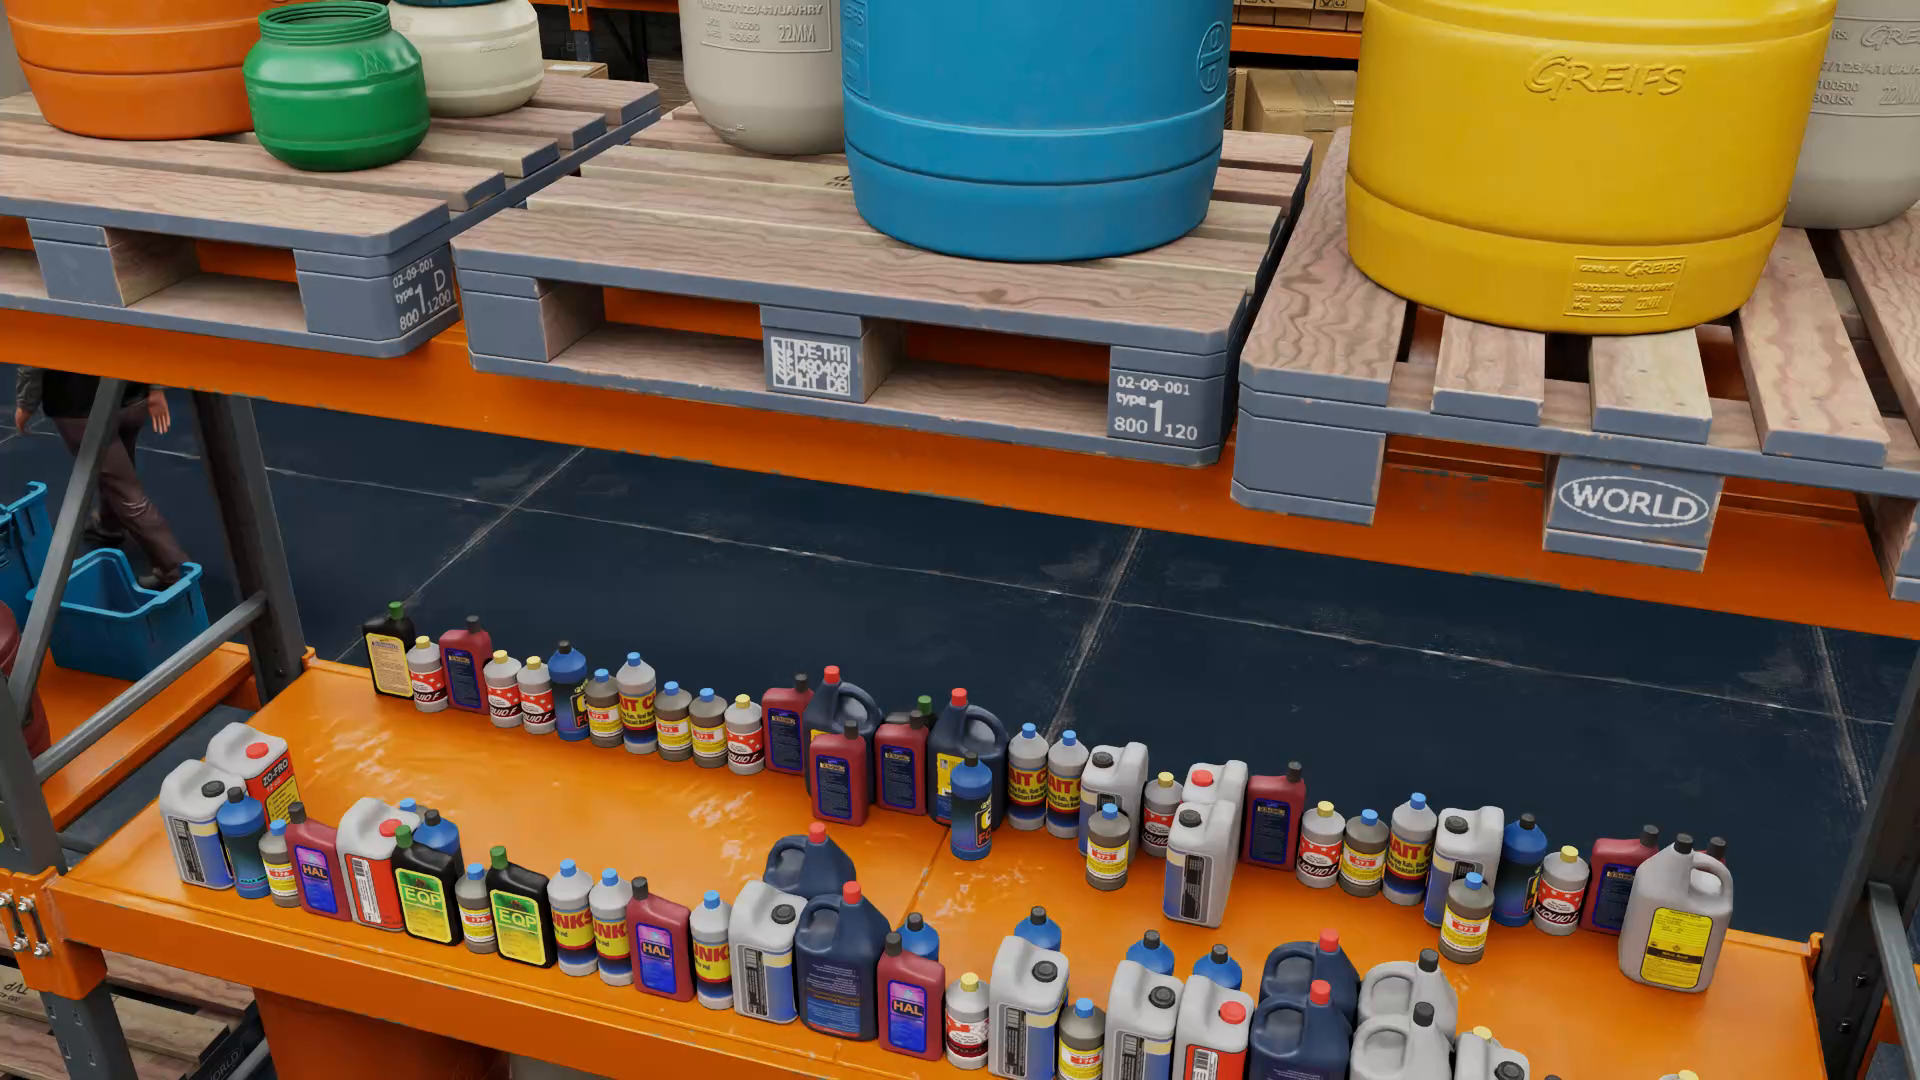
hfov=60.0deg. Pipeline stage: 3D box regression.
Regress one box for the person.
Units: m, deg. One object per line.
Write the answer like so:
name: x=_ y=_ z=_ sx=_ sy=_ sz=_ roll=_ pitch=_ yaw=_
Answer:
person: x=-3.812 y=-0.603 z=7.211 sx=0.969 sy=1.671 sz=0.543 roll=13 pitch=32 yaw=22
